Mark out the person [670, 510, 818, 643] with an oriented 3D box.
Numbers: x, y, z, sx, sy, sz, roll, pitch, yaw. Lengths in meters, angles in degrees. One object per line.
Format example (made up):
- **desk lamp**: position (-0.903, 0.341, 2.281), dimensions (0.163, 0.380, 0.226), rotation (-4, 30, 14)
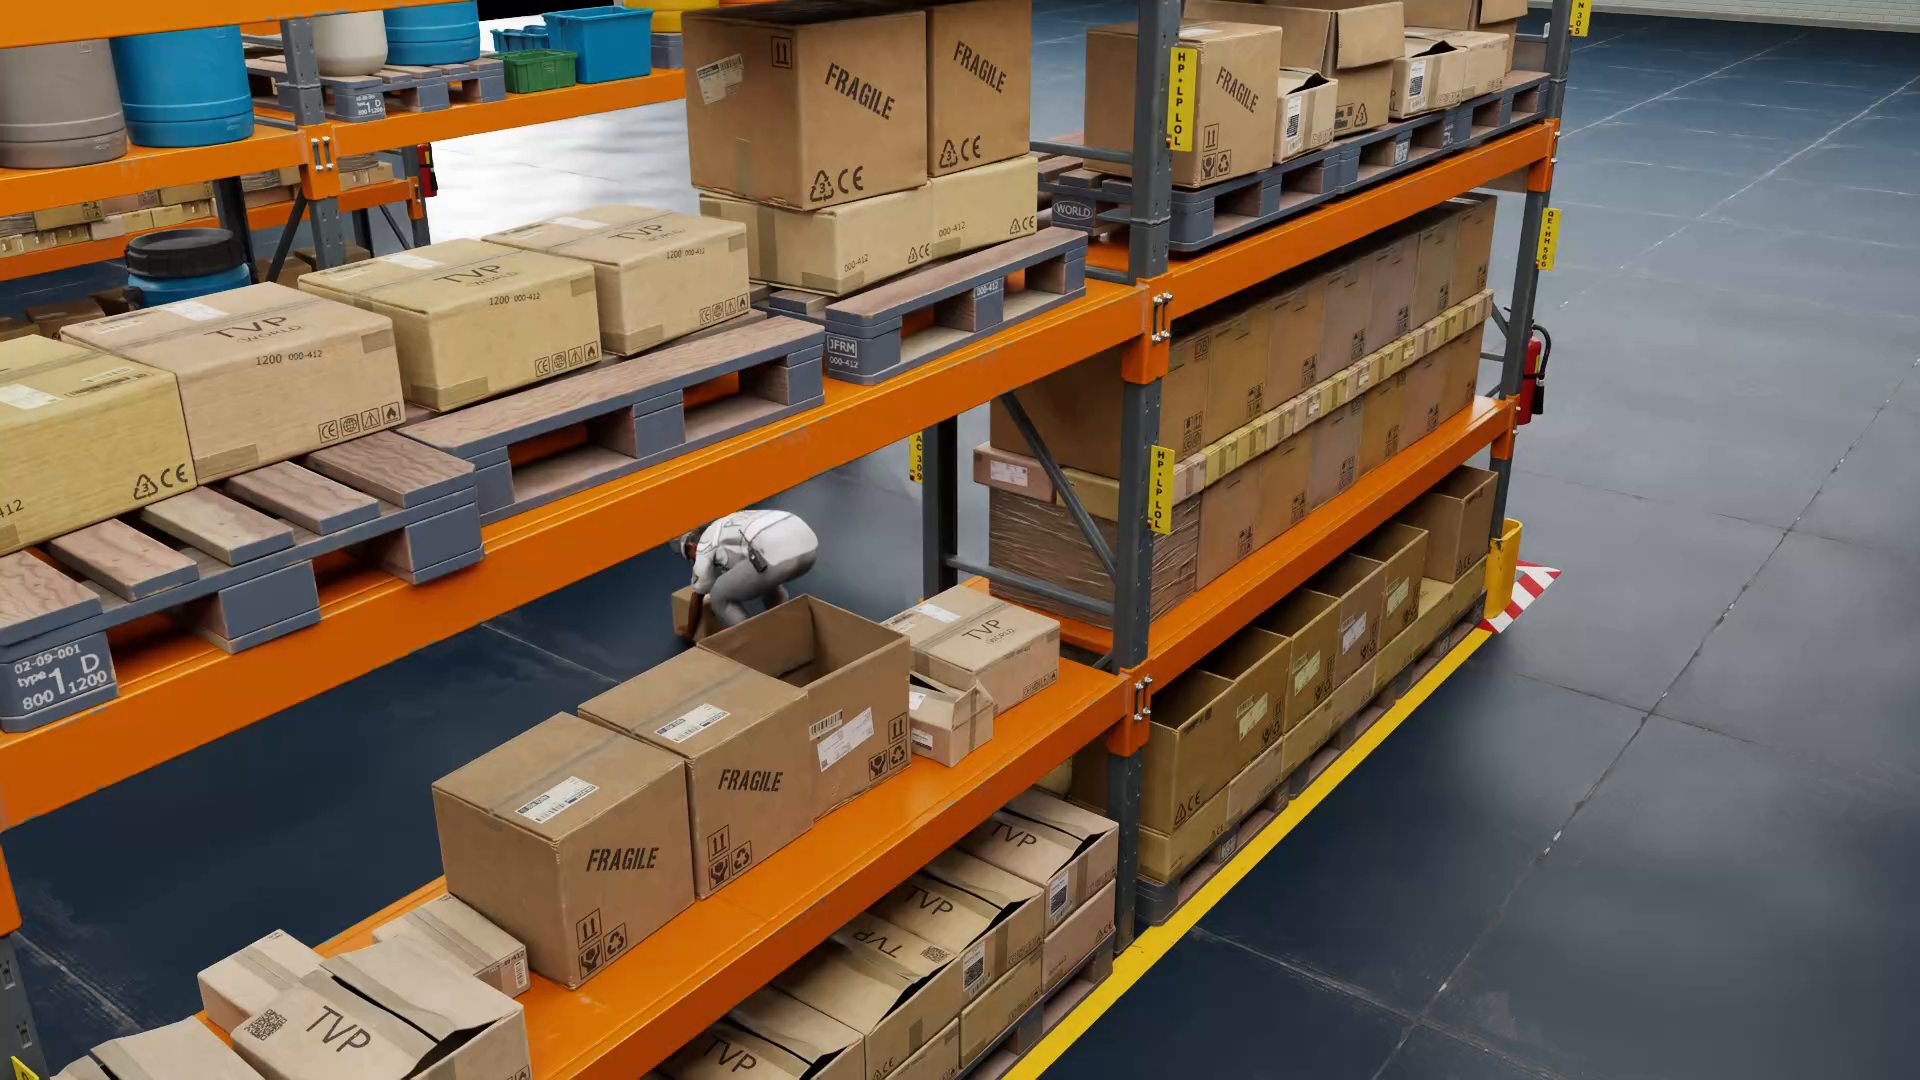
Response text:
- **person**: position (-1.186, 0.232, 9.065), dimensions (0.905, 0.867, 0.470), rotation (15, 28, 31)
